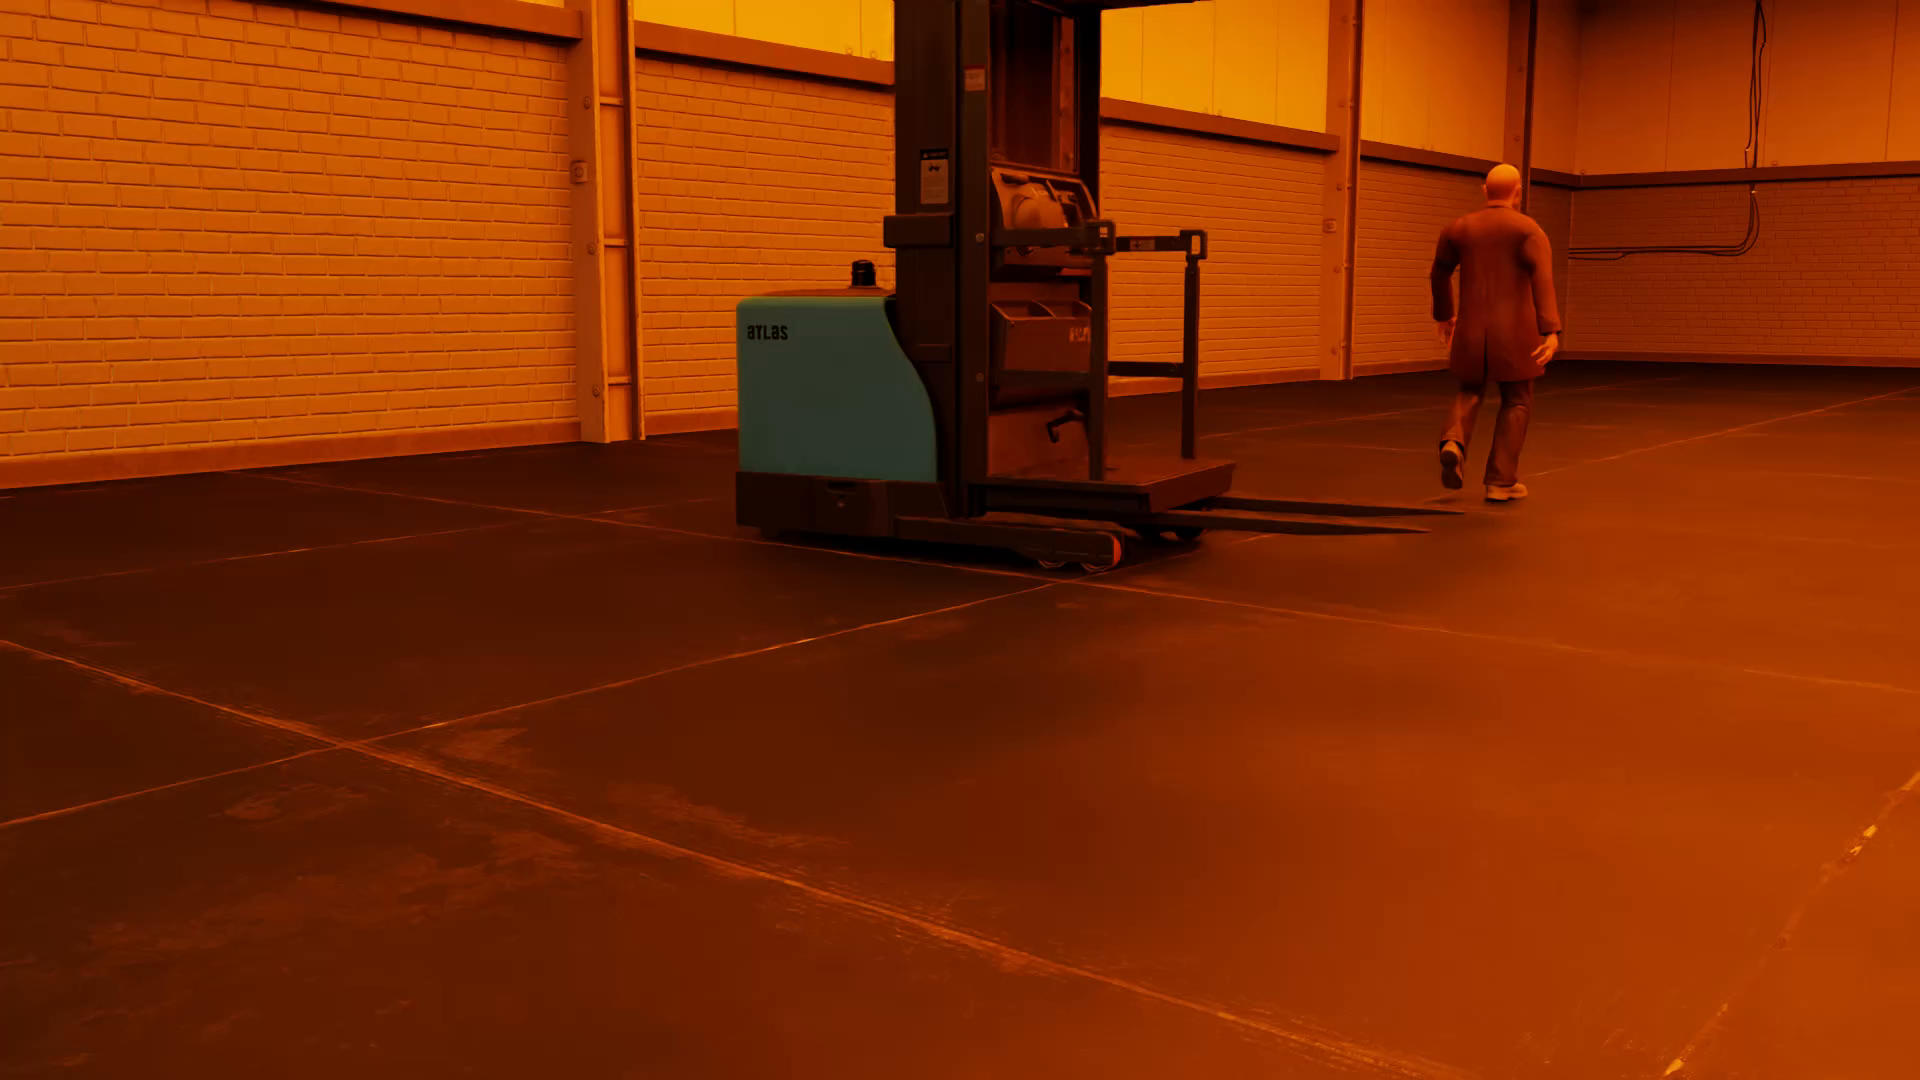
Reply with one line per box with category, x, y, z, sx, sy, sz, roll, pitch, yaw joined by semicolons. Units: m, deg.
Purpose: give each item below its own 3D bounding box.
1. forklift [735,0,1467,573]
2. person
forklift;0.543;-1.409;6.910;3.031;2.935;1.130;5;9;28
person;2.813;-1.089;8.787;0.802;1.759;0.550;7;11;39
